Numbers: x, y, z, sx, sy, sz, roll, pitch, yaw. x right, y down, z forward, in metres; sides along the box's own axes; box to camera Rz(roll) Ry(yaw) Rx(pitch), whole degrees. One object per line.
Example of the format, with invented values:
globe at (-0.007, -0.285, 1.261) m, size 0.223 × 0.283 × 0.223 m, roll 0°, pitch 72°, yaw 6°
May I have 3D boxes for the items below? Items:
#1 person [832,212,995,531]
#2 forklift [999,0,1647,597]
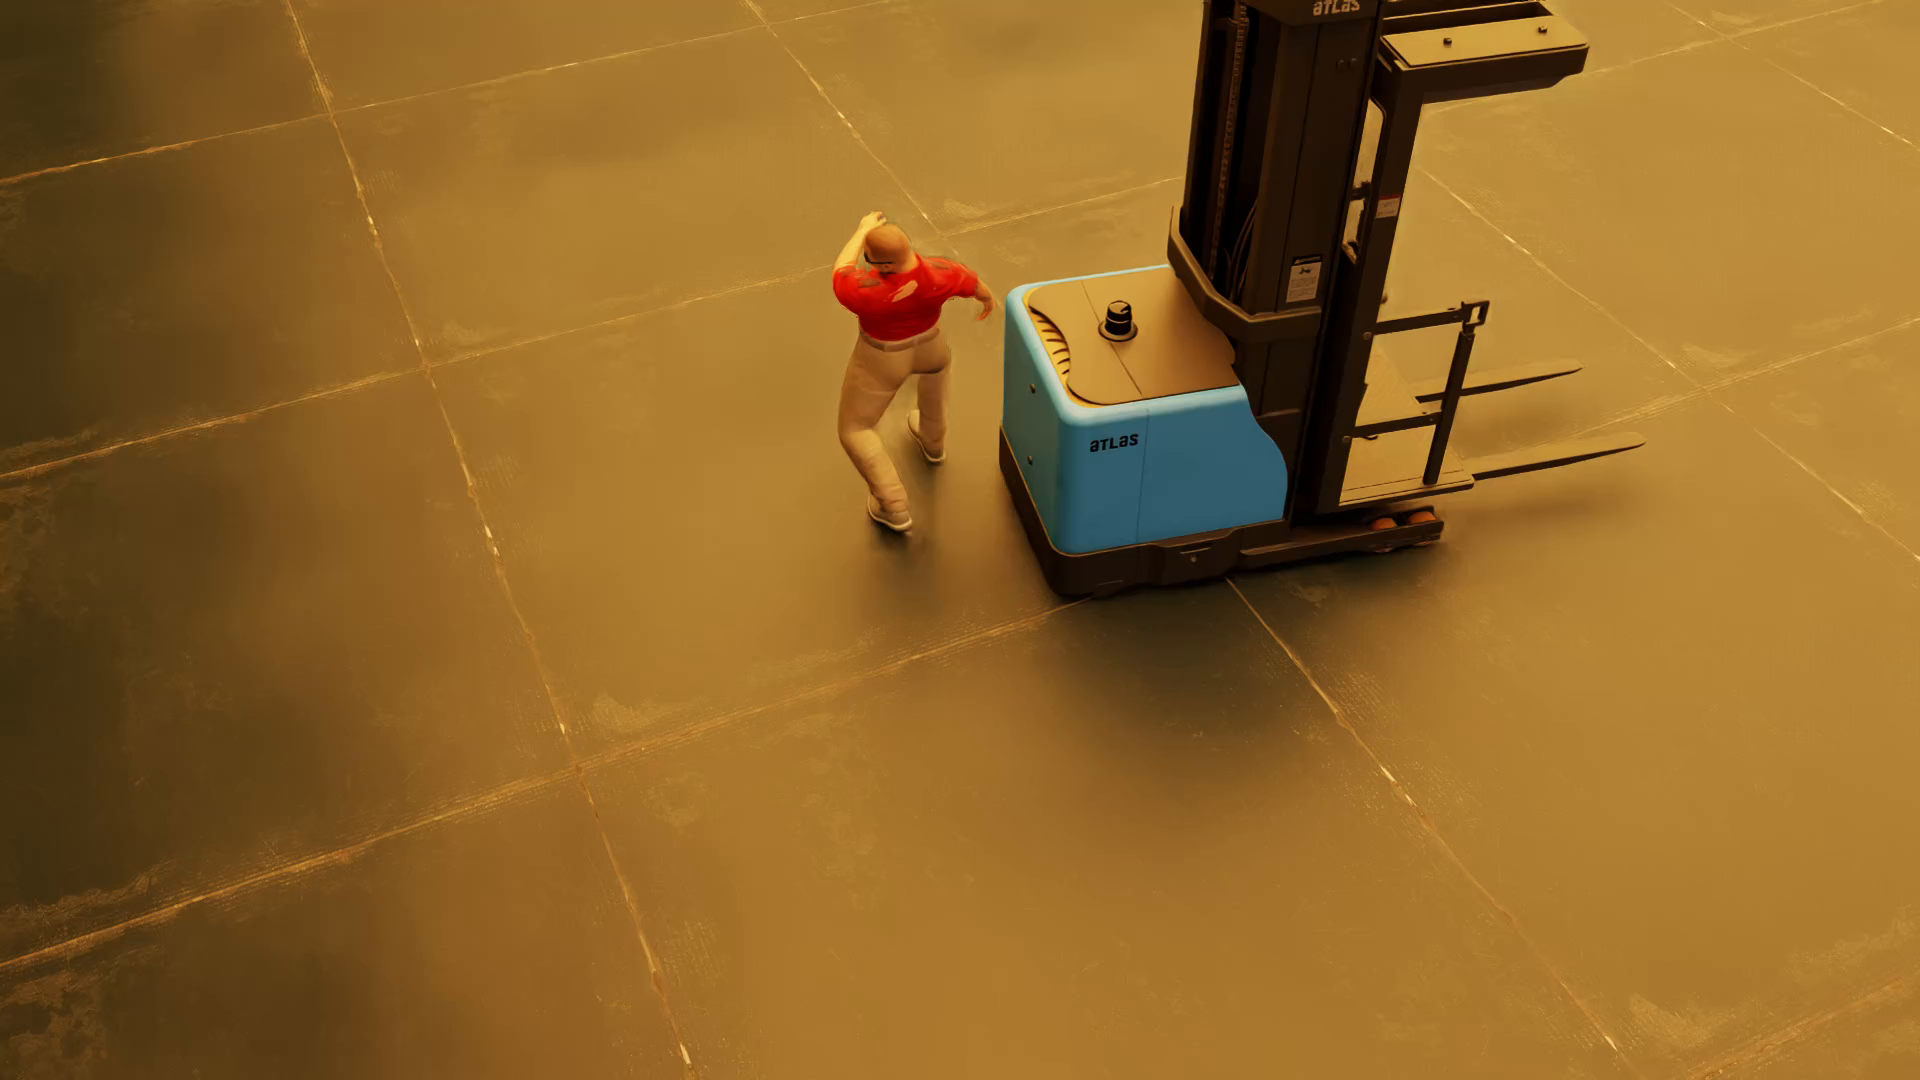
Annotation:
person at (-0.216, -0.929, 7.669) m, size 0.869 × 1.554 × 0.847 m, roll -25°, pitch 49°, yaw -24°
forklift at (1.764, -1.354, 7.131) m, size 3.031 × 2.935 × 1.130 m, roll -10°, pitch 44°, yaw -10°
